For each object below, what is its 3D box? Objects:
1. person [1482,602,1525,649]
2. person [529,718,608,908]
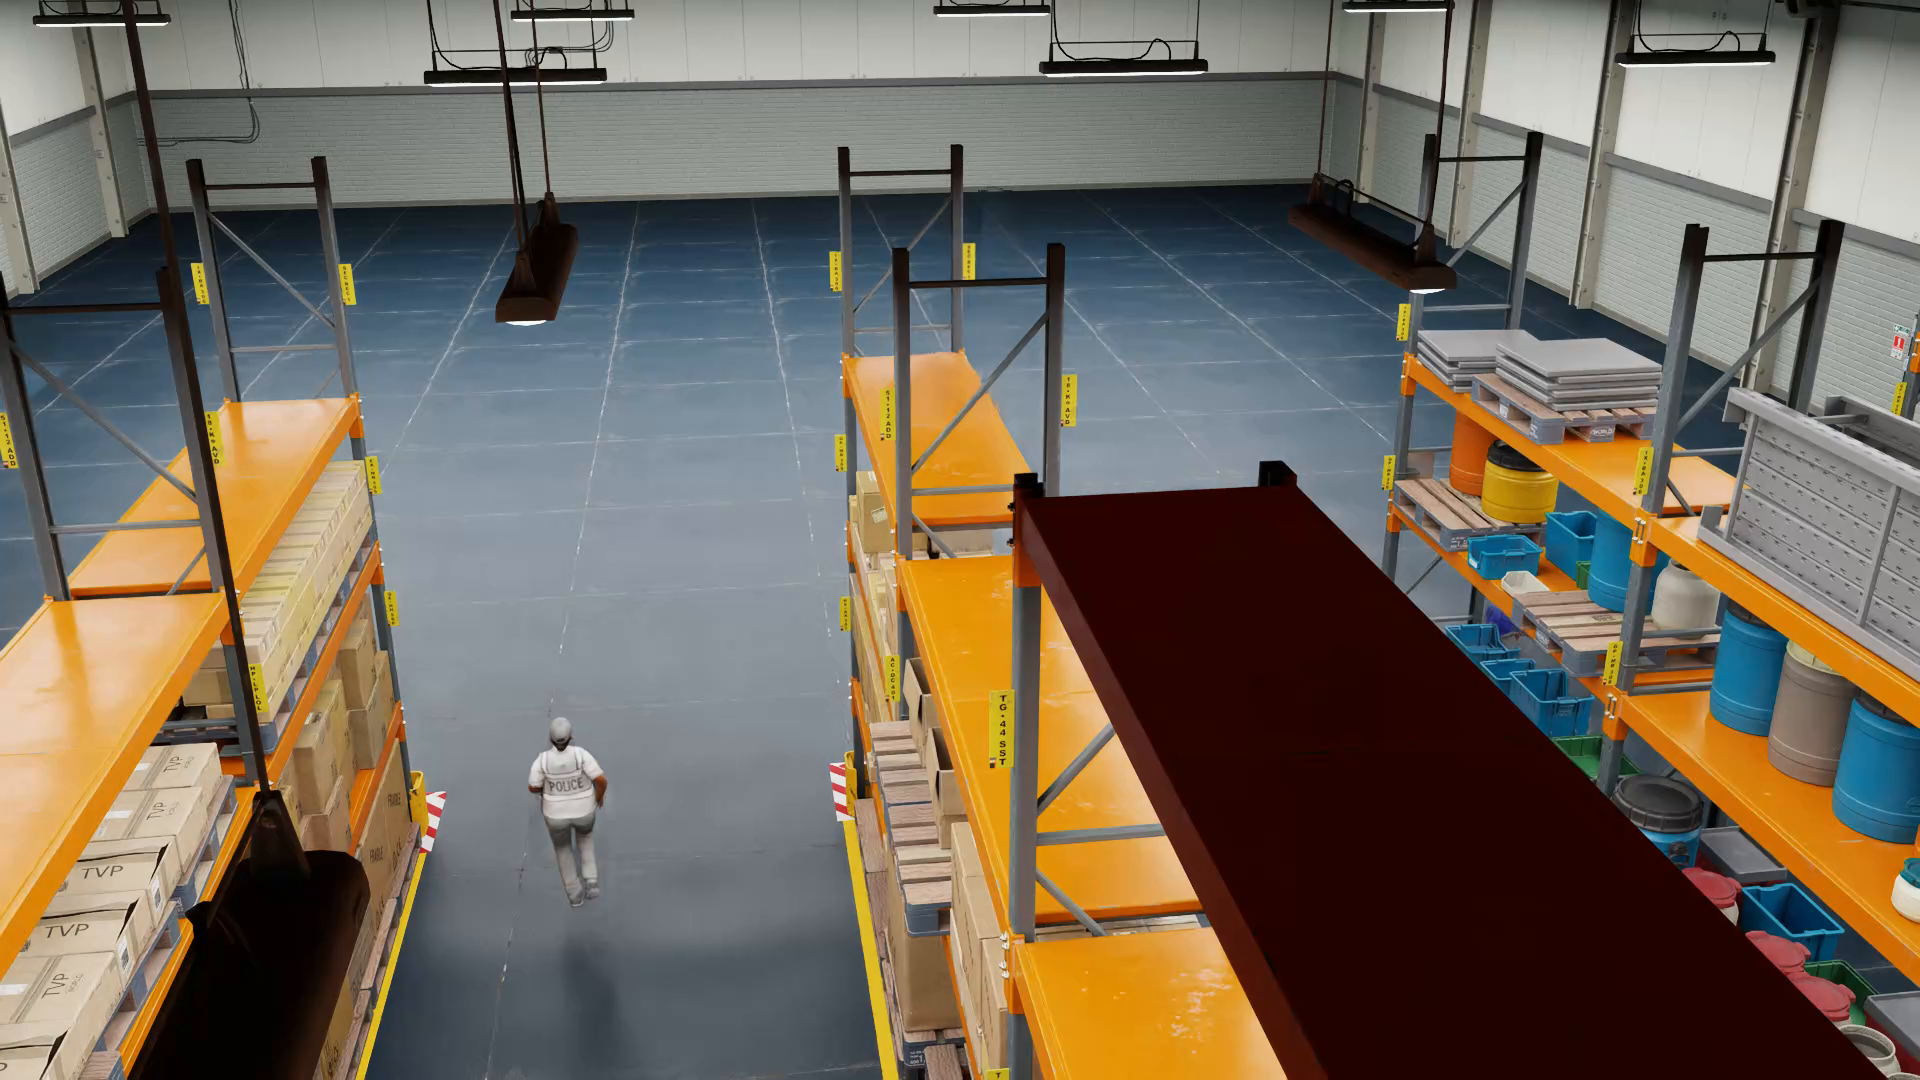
[{"bbox_3d":[5.392,1.116,16.583,0.562,1.685,0.834,-18,28,-38],"label":"person"},{"bbox_3d":[-3.133,2.164,13.359,0.586,1.674,0.583,-7,23,-18],"label":"person"}]
